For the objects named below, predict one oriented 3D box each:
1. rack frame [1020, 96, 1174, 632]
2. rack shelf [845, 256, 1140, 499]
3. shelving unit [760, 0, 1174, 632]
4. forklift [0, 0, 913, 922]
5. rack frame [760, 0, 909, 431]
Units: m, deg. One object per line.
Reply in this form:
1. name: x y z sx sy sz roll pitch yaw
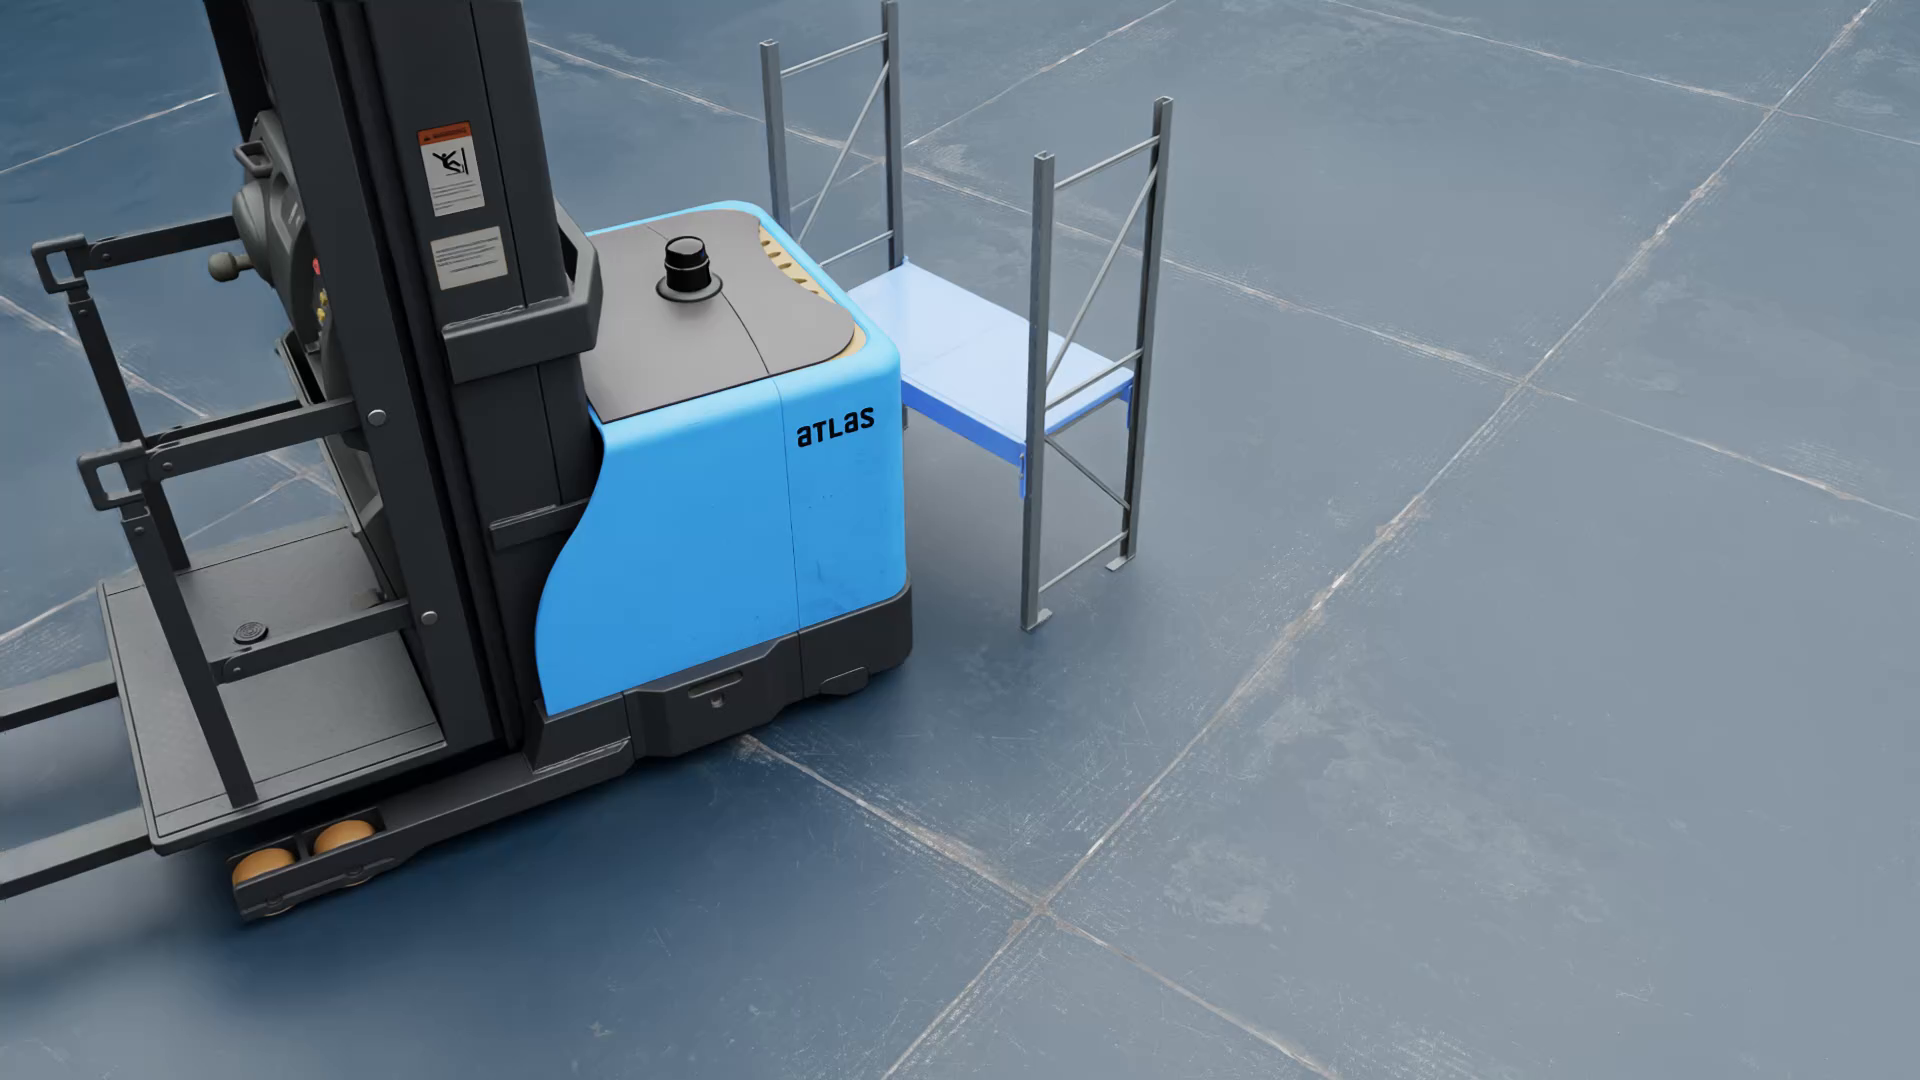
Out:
1. rack frame: 0.363 -0.436 4.590 0.032 1.500 0.500 31 48 33
2. rack shelf: 0.000 -0.513 4.981 1.000 0.185 0.538 31 48 33
3. shelving unit: 0.000 -0.655 4.870 1.048 1.500 0.538 31 48 33
4. forklift: -1.678 -0.608 3.649 3.031 2.935 1.130 -19 42 -22
5. rack frame: -0.364 -0.874 5.150 0.032 1.500 0.500 31 48 33
